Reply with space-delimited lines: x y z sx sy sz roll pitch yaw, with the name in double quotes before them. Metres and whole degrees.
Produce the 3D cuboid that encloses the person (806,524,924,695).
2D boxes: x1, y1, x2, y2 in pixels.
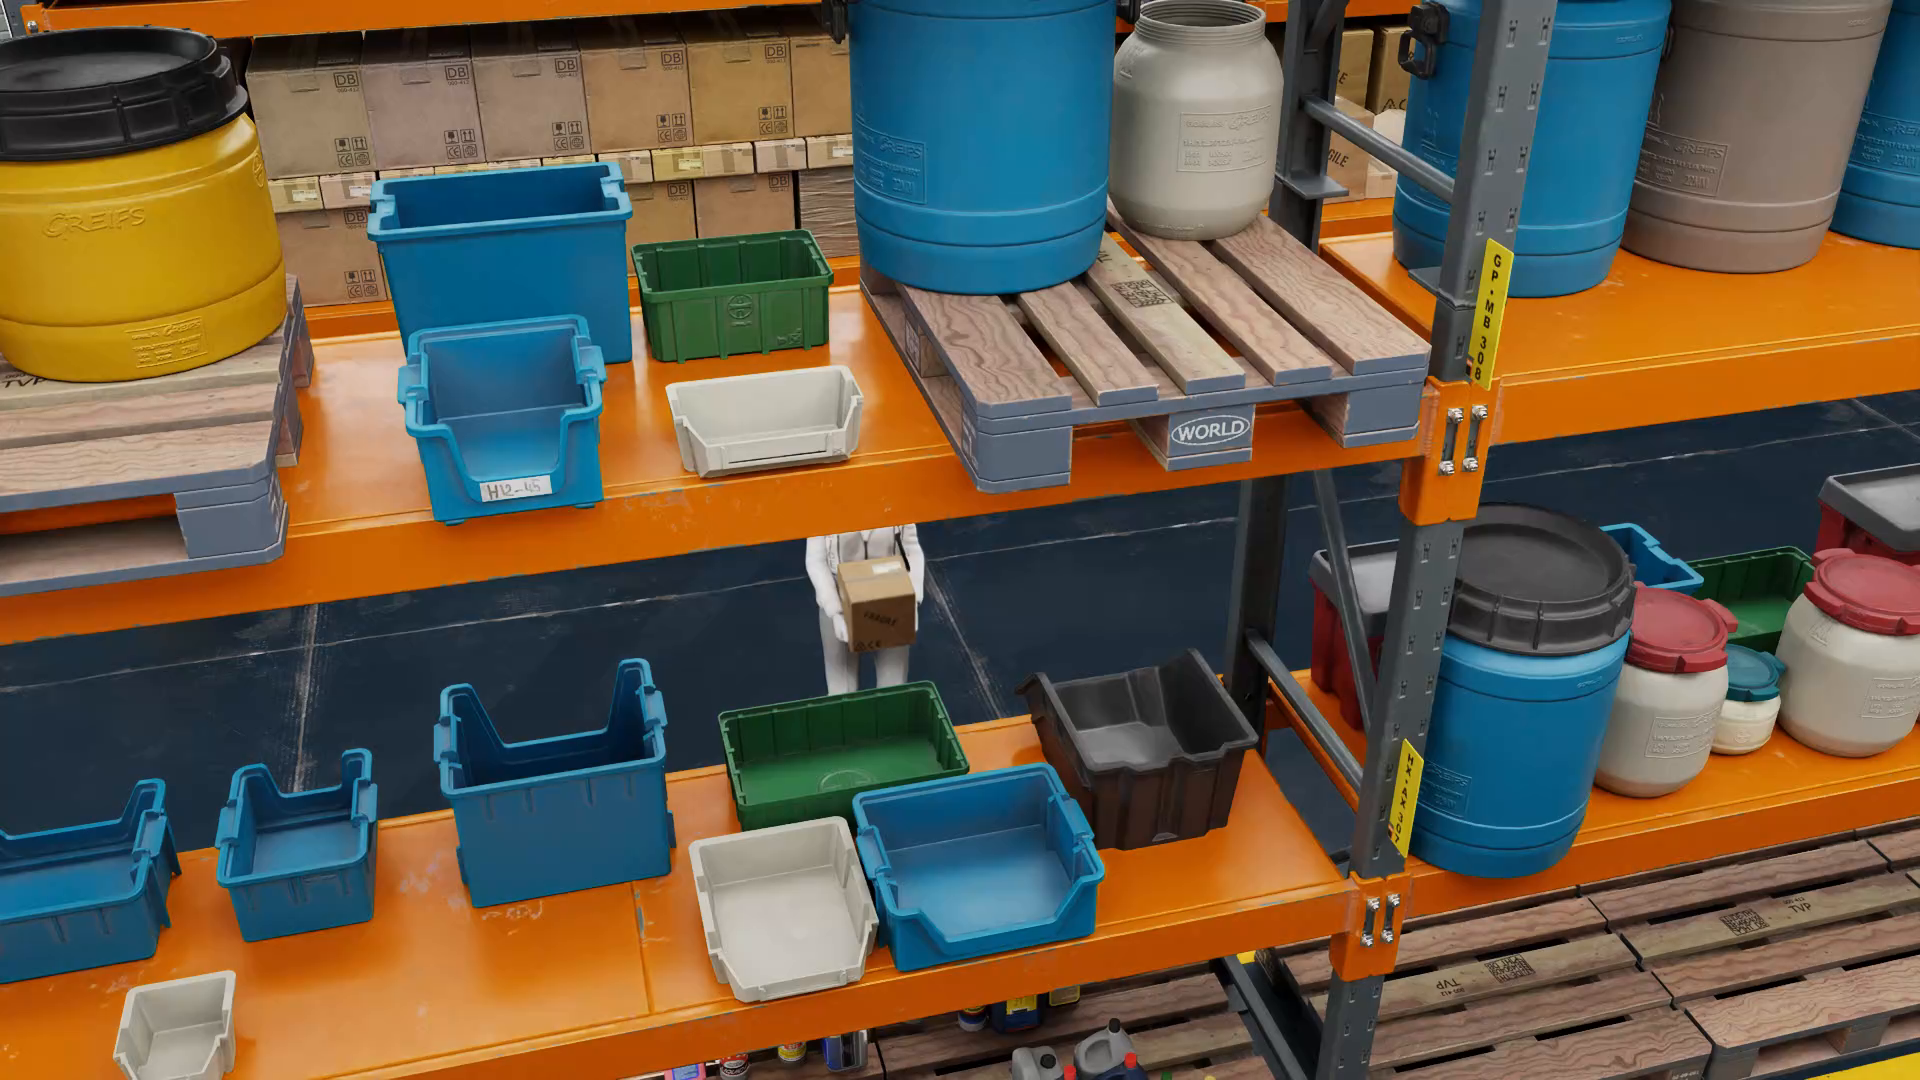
"person" -0.366 0.290 6.611 0.461 1.687 0.562 -8 31 -13
